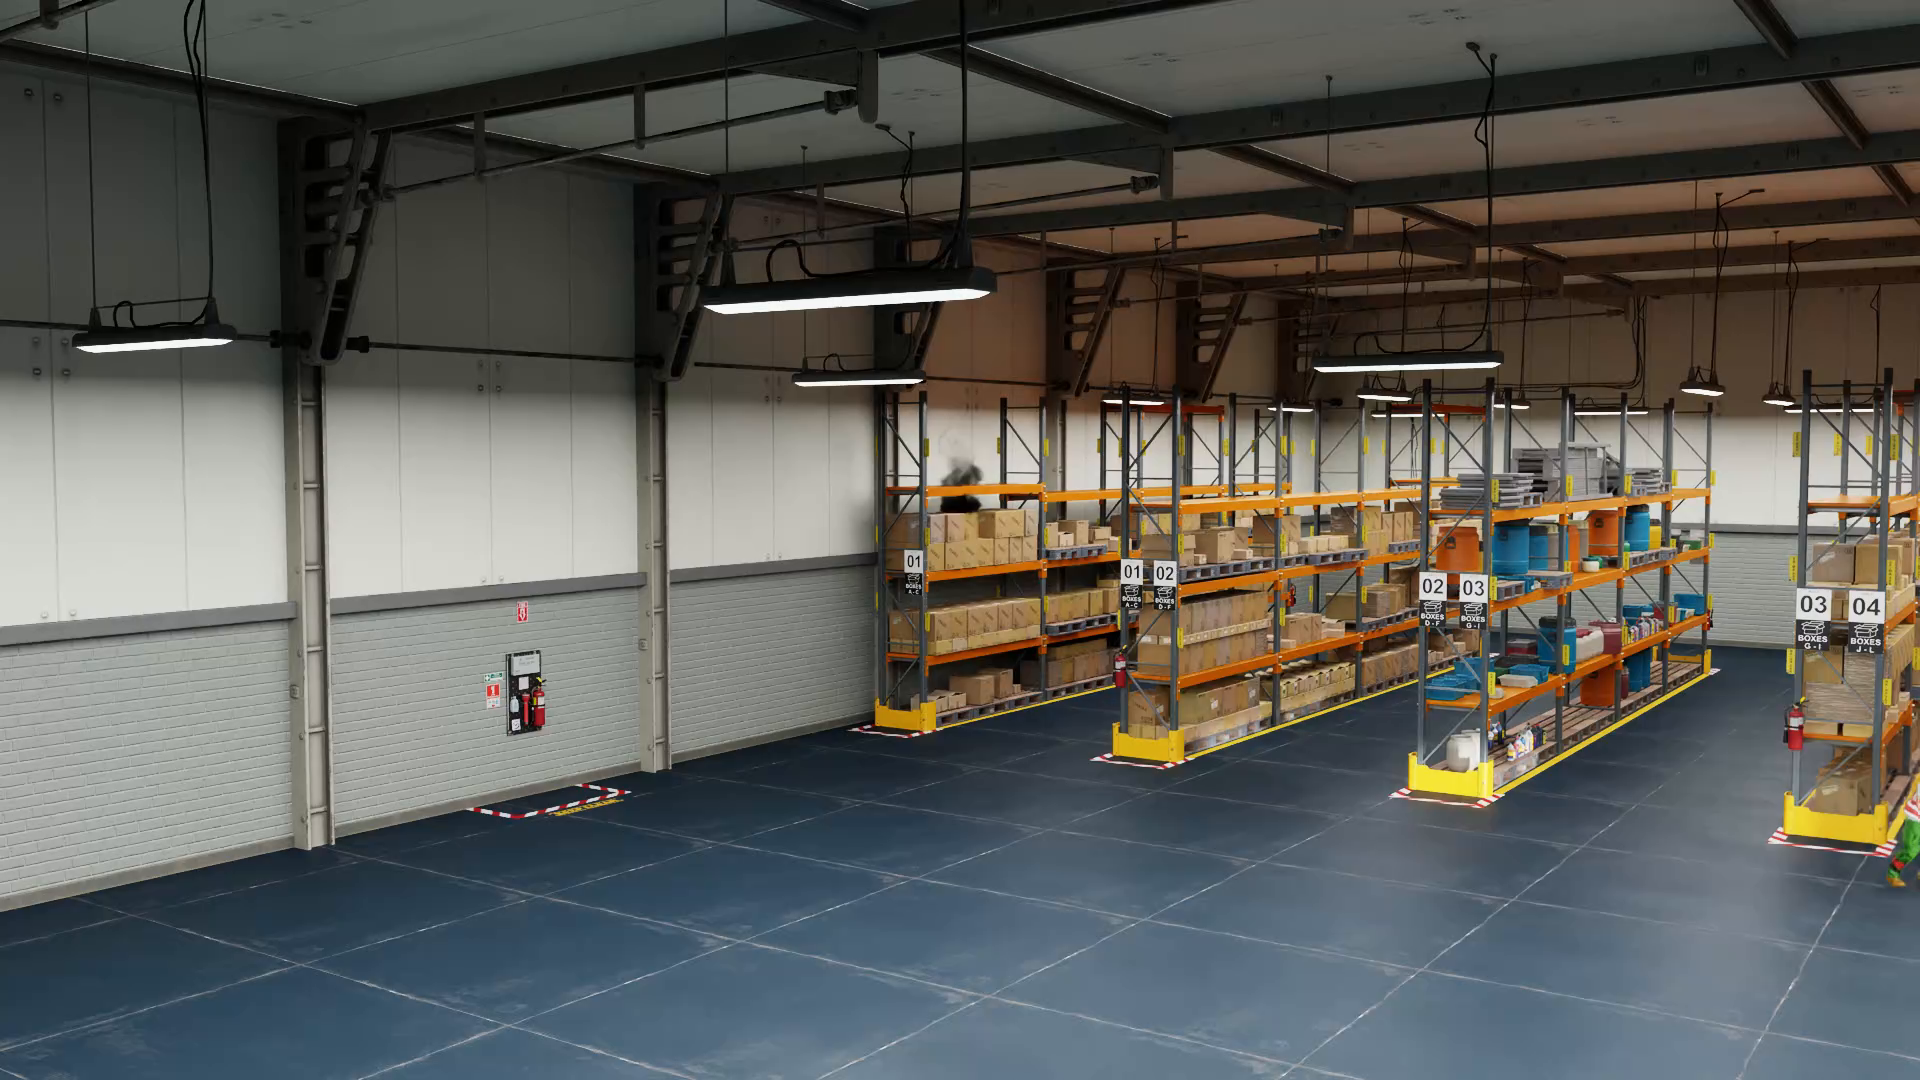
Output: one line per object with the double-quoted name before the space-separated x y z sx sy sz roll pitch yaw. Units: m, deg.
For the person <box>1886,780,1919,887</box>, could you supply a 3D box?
"person" 10.815 3.096 18.547 0.697 1.542 0.949 -1 3 -20
